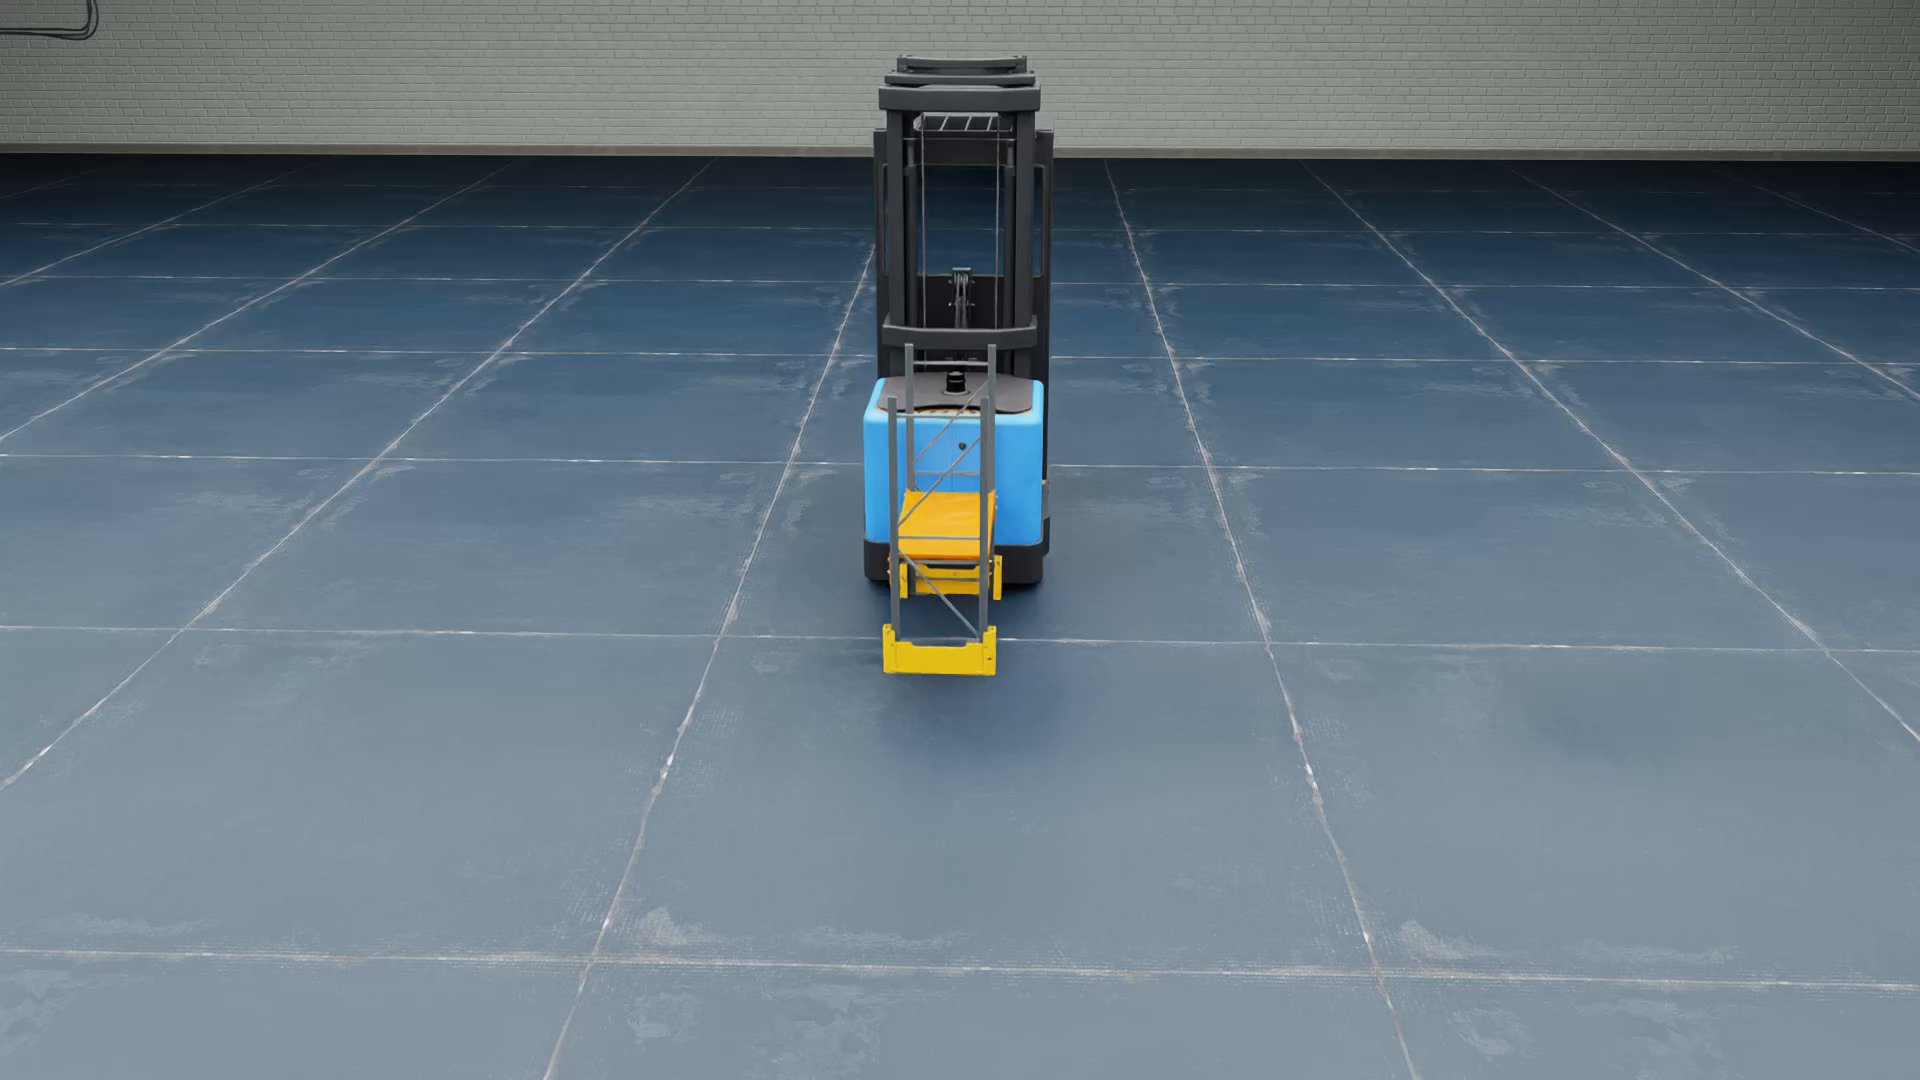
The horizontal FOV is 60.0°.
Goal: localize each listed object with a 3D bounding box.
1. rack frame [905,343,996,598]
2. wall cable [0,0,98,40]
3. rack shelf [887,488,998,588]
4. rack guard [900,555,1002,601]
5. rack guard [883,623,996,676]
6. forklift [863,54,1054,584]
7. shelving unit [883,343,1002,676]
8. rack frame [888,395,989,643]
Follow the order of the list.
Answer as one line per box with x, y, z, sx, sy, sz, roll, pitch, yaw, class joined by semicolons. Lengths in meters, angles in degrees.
-0.053;-0.375;9.422;0.500;1.500;0.032;1;21;3;rack frame
-14.763;-8.861;25.219;3.097;2.526;0.112;1;21;2;wall cable
-0.080;-0.024;9.014;0.538;0.185;1.000;1;21;3;rack shelf
-0.054;0.215;9.630;0.587;0.250;0.087;1;21;3;rack guard
-0.107;0.575;8.703;0.587;0.250;0.087;1;21;3;rack guard
0.035;-1.600;10.601;1.130;2.935;3.031;1;21;3;forklift
-0.080;-0.188;8.940;0.587;1.500;1.083;1;21;3;shelving unit
-0.107;-0.008;8.475;0.500;1.500;0.032;1;21;3;rack frame
